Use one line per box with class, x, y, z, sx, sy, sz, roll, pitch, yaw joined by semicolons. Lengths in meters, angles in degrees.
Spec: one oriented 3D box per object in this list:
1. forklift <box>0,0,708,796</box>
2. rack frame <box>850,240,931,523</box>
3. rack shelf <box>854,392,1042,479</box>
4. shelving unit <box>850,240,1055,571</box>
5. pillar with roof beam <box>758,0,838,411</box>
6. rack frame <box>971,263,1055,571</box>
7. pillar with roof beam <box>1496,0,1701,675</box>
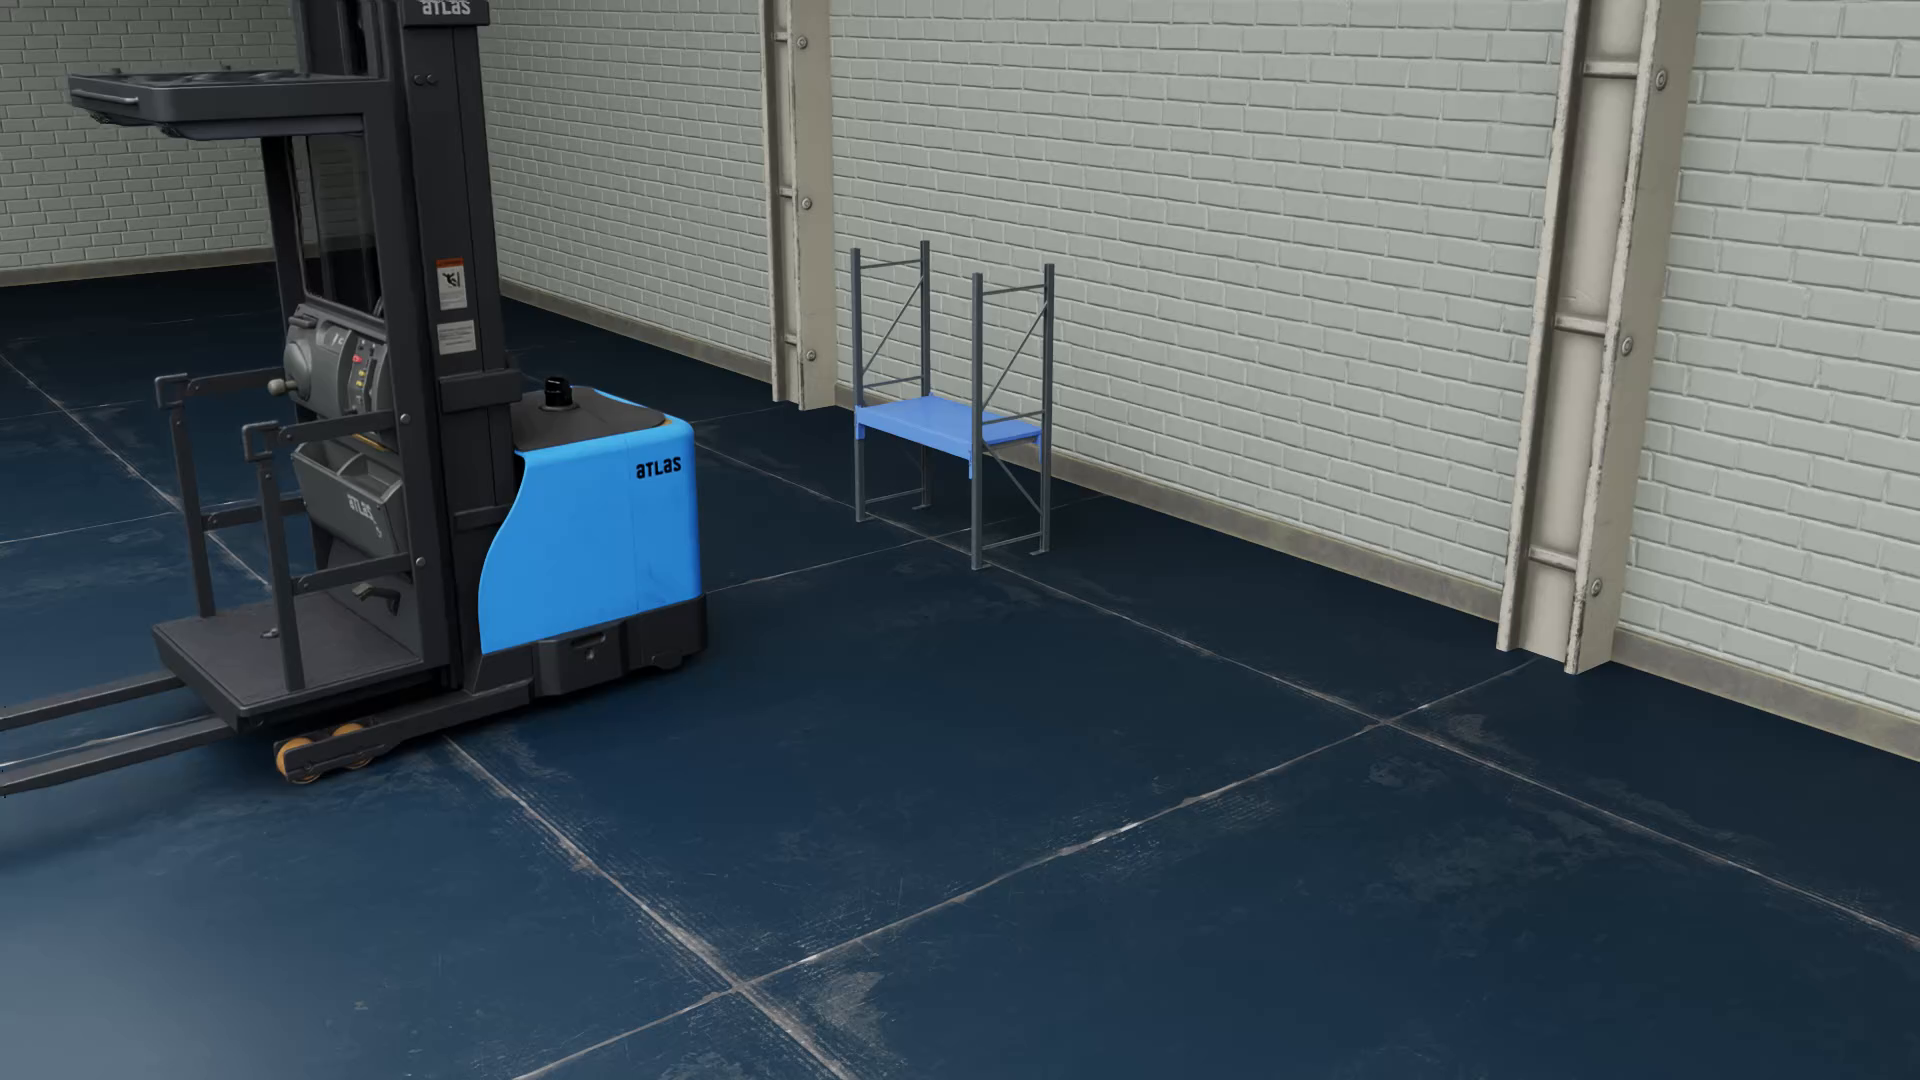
forklift;-2.545;-0.676;6.242;3.031;2.935;1.130;-15;24;-38
rack frame;-0.369;-0.858;9.068;0.500;1.500;0.032;-14;23;-36
rack shelf;-0.053;-0.562;8.747;0.538;0.185;1.000;-14;23;-36
shelving unit;-0.053;-0.733;8.690;0.538;1.500;1.048;-14;23;-36
pillar with roof beam;-4.472;-4.411;7.867;9.100;9.000;0.400;-14;23;-36
rack frame;0.263;-0.608;8.312;0.500;1.500;0.032;-14;23;-36
pillar with roof beam;-0.746;-2.932;3.402;9.100;9.000;0.400;-14;23;-36
